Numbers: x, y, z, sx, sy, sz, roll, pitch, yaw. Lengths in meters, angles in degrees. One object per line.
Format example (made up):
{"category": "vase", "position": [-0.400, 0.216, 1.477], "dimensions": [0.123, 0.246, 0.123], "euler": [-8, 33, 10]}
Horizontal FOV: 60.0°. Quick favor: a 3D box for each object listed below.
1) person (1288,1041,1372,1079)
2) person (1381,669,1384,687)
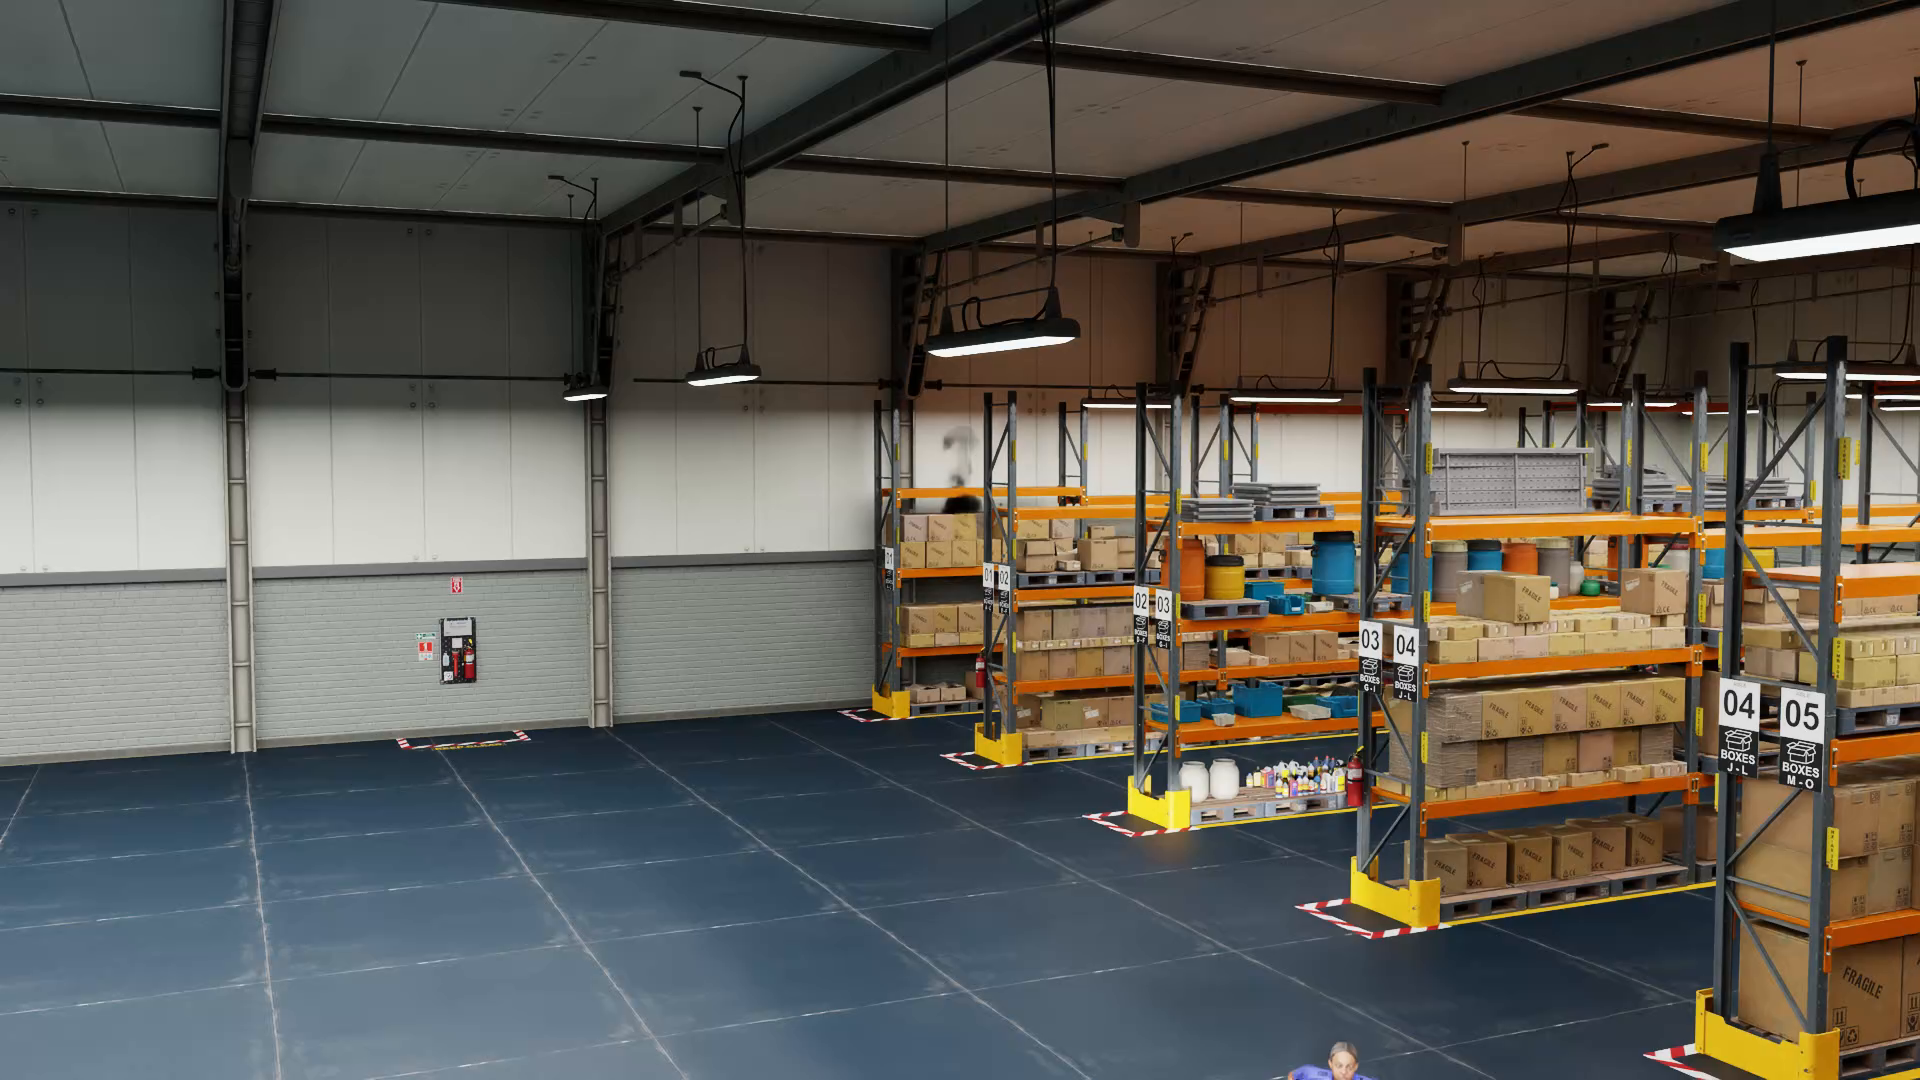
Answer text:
{"category": "person", "position": [2.290, 3.783, 10.104], "dimensions": [0.561, 1.562, 0.785], "euler": [0, 3, 6]}
{"category": "person", "position": [8.196, 2.437, 32.629], "dimensions": [0.842, 1.587, 0.561], "euler": [-1, 4, -24]}
